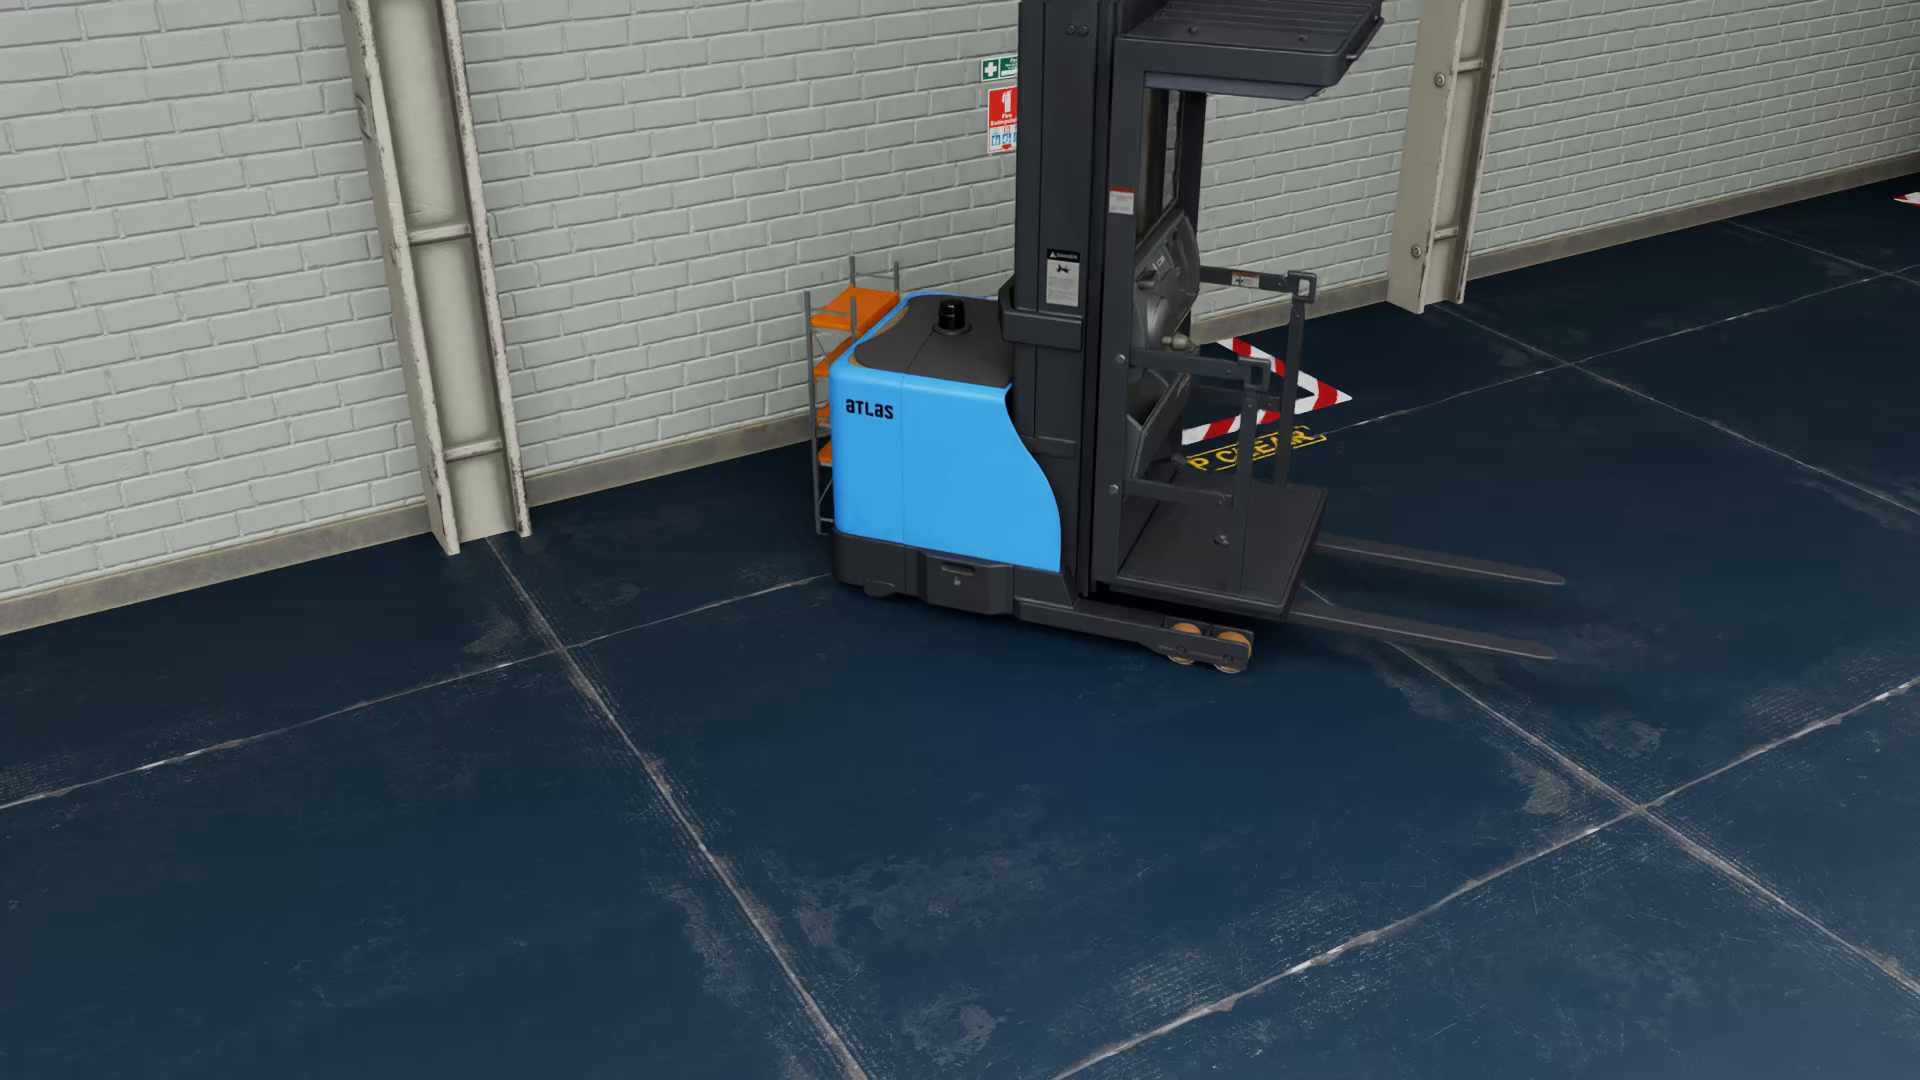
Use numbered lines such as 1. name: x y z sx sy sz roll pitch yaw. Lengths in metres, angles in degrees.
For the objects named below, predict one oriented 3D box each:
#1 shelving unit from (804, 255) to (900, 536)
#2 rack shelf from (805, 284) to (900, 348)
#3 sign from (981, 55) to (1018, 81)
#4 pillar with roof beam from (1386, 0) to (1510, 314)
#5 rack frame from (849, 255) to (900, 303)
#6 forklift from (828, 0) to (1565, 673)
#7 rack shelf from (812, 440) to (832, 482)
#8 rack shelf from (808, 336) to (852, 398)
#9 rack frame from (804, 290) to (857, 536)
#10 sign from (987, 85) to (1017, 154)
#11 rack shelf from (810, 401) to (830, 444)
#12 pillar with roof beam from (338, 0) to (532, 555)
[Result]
1. shelving unit: -0.476 -0.648 7.681 0.258 1.200 0.503 10 30 18
2. rack shelf: -0.477 -0.992 7.491 0.258 0.148 0.480 10 30 18
3. sign: 0.250 -2.387 8.385 0.331 0.109 0.001 -16 33 -26
4. pillar with roof beam: 5.101 -3.656 5.062 0.400 9.000 9.100 -16 33 -26
5. rack frame: -0.391 -0.758 7.881 0.240 1.200 0.015 10 30 18
6. forklift: 1.012 -1.032 6.586 3.031 2.935 1.130 10 30 18
7. rack shelf: -0.475 -0.415 7.809 0.258 0.148 0.480 10 30 18
8. rack shelf: -0.476 -0.785 7.606 0.258 0.148 0.480 10 30 18
9. rack frame: -0.561 -0.537 7.481 0.240 1.200 0.015 10 30 18
10. sign: 0.241 -2.157 8.518 0.234 0.329 0.001 -16 33 -26
11. rack shelf: -0.476 -0.589 7.713 0.258 0.148 0.480 10 30 18
12. pillar with roof beam: -0.072 -2.188 2.400 0.400 9.000 9.100 -16 33 -26
